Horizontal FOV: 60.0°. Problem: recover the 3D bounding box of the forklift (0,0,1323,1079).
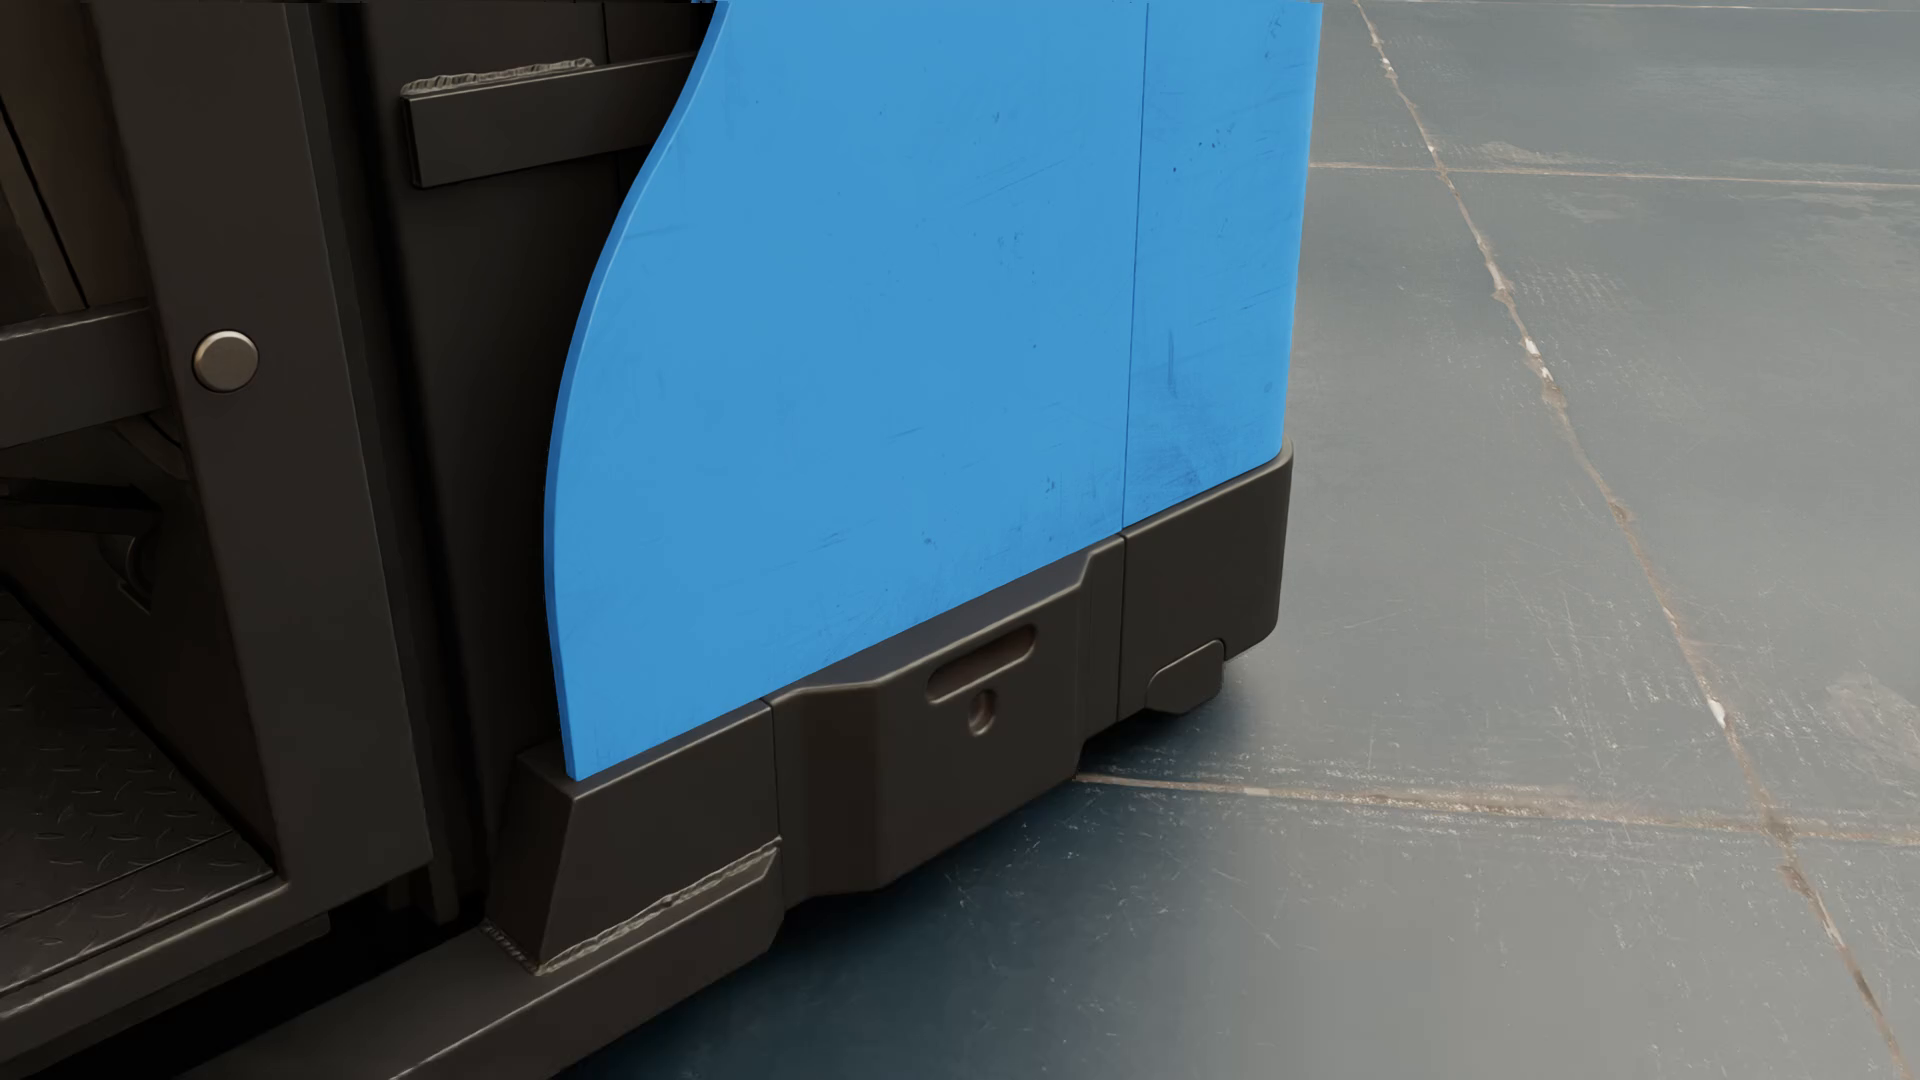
[{"bbox_3d":[-1.002,-0.854,0.927,3.031,2.935,1.130,-23,35,-38],"label":"forklift"}]
